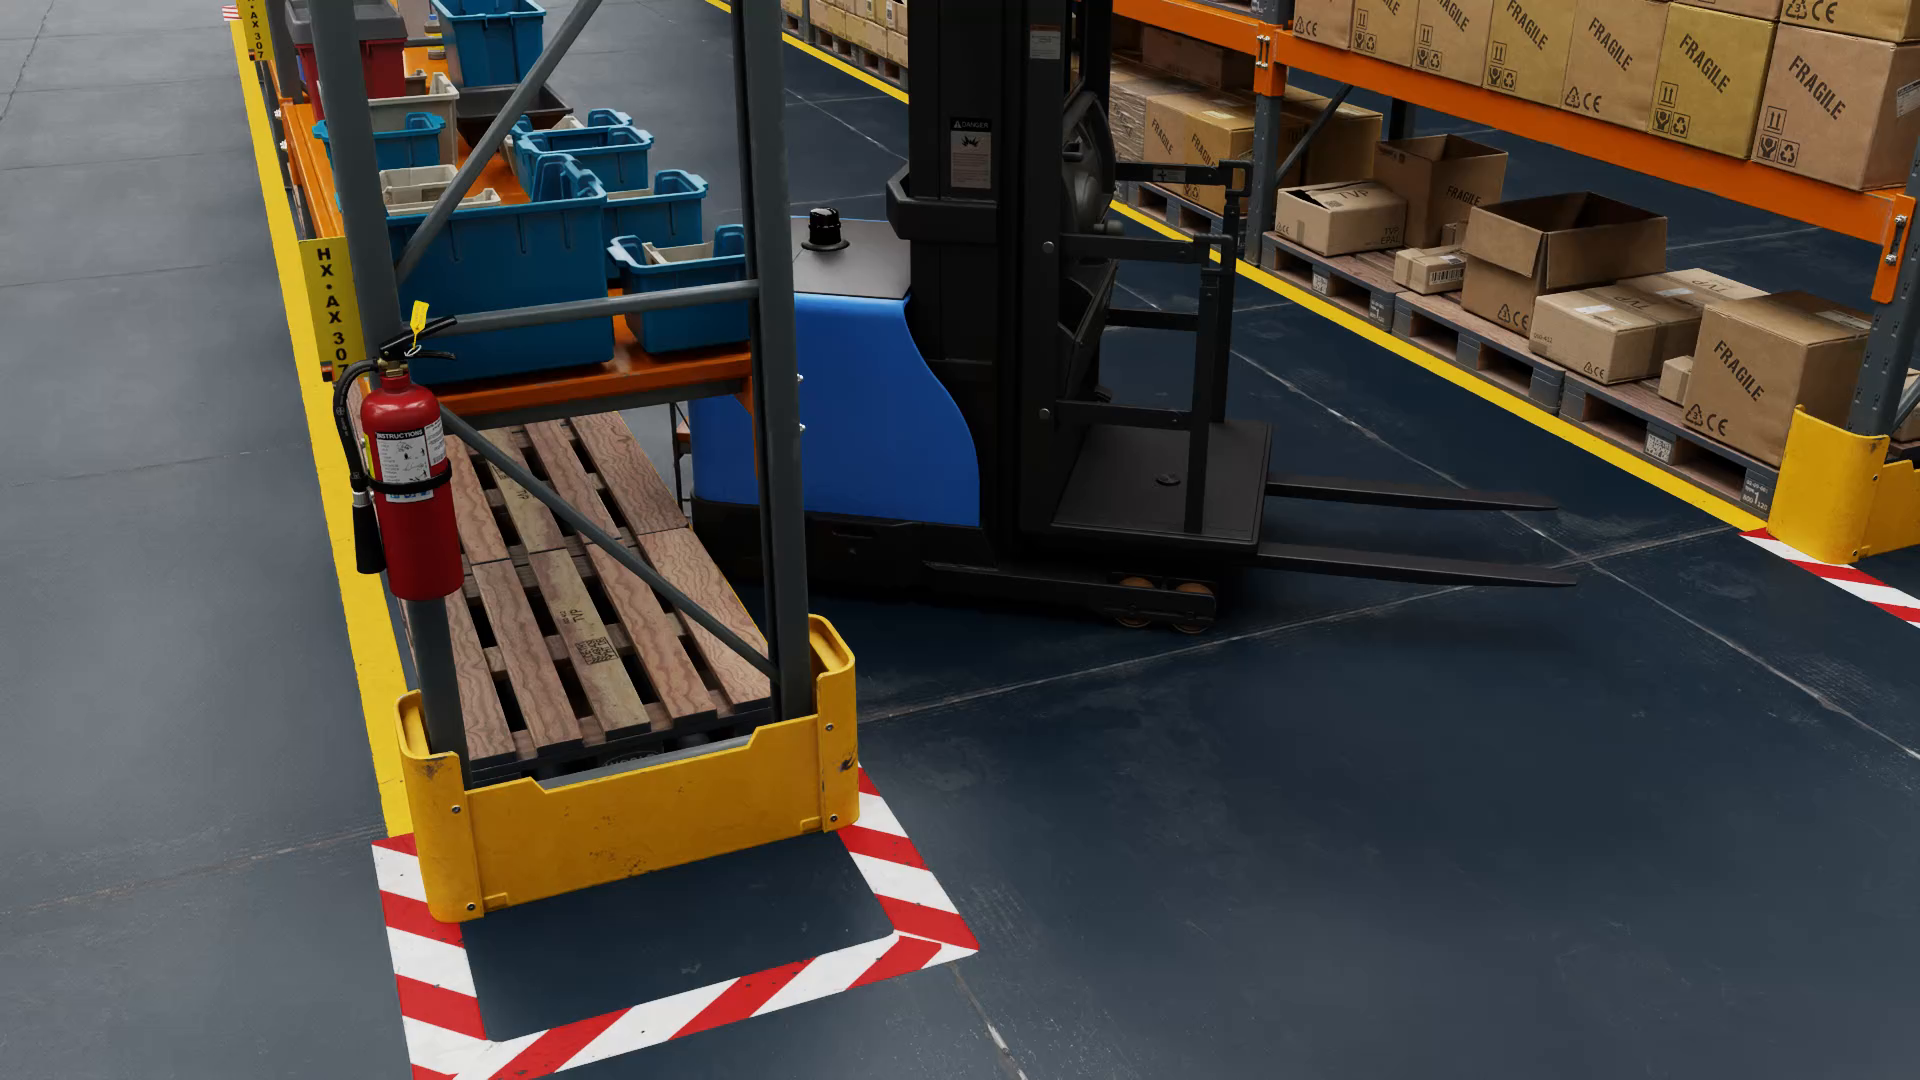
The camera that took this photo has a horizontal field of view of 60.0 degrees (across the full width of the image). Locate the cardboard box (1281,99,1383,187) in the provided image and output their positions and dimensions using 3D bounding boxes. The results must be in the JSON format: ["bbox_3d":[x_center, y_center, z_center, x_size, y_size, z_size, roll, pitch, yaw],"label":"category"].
[{"bbox_3d":[2.140,-2.313,9.916,0.500,0.500,0.500,-12,28,-23],"label":"cardboard box"}]

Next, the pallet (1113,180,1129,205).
[{"bbox_3d":[1.270,-2.563,11.260,1.003,0.211,1.213,-11,28,-21],"label":"pallet"}]

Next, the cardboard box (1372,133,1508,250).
[{"bbox_3d":[2.589,-1.895,9.059,0.500,0.500,0.500,-11,28,-21],"label":"cardboard box"}]

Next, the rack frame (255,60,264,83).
[{"bbox_3d":[-5.587,-5.382,13.853,1.000,3.000,0.127,-11,28,-21],"label":"rack frame"}]

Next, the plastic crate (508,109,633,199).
[{"bbox_3d":[-1.314,-1.298,5.612,0.416,0.233,0.300,-11,28,-21],"label":"plastic crate"}]

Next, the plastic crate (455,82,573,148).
[{"bbox_3d":[-1.768,-1.650,6.455,0.437,0.125,0.590,-11,28,-21],"label":"plastic crate"}]

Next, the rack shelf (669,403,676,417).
[{"bbox_3d":[-0.967,-0.598,6.302,0.215,0.259,0.240,4,26,9],"label":"rack shelf"}]

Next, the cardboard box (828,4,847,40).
[{"bbox_3d":[-0.899,-4.772,15.261,0.500,0.250,0.500,-10,28,-19],"label":"cardboard box"}]

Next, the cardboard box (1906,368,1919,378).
[{"bbox_3d":[3.726,-0.640,6.870,0.380,0.166,0.250,-11,28,-21],"label":"cardboard box"}]

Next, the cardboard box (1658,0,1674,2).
[{"bbox_3d":[2.839,-2.426,6.546,0.500,0.500,0.500,-10,28,-19],"label":"cardboard box"}]

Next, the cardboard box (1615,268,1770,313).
[{"bbox_3d":[3.328,-1.021,7.554,0.500,0.250,0.500,-11,28,-21],"label":"cardboard box"}]

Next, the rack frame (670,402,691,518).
[{"bbox_3d":[-0.989,-0.555,6.190,0.200,1.050,0.008,4,26,9],"label":"rack frame"}]

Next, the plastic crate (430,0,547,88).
[{"bbox_3d":[-1.957,-2.042,6.963,0.392,0.384,0.575,-11,28,-21],"label":"plastic crate"}]

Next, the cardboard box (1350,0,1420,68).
[{"bbox_3d":[2.258,-2.588,8.017,0.500,0.500,0.500,-10,28,-20],"label":"cardboard box"}]

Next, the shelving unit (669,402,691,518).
[{"bbox_3d":[-0.967,-0.608,6.298,0.215,1.050,0.252,4,26,9],"label":"shelving unit"}]

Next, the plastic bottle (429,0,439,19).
[{"bbox_3d":[-2.647,-2.722,8.548,0.152,0.276,0.135,-11,28,-21],"label":"plastic bottle"}]

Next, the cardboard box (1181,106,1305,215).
[{"bbox_3d":[1.648,-2.226,9.738,0.500,0.500,0.500,-11,28,-21],"label":"cardboard box"}]

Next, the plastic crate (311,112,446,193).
[{"bbox_3d":[-1.928,-1.274,5.563,0.416,0.233,0.300,-11,28,-21],"label":"plastic crate"}]

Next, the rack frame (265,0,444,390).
[{"bbox_3d":[-2.454,-2.152,7.239,1.000,3.000,0.127,-11,28,-21],"label":"rack frame"}]

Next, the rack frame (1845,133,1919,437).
[{"bbox_3d":[3.672,-1.387,5.671,1.000,3.000,0.127,-11,28,-21],"label":"rack frame"}]

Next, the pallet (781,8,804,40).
[{"bbox_3d":[-1.300,-5.306,16.877,1.003,0.211,1.213,-11,28,-21],"label":"pallet"}]

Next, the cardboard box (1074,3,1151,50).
[{"bbox_3d":[1.147,-3.668,11.838,0.500,0.250,0.500,-9,28,-19],"label":"cardboard box"}]

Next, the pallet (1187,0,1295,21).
[{"bbox_3d":[1.893,-3.257,9.720,1.003,0.211,1.213,-11,28,-21],"label":"pallet"}]

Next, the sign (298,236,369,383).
[{"bbox_3d":[-1.387,-0.509,3.688,0.100,0.325,0.005,-11,28,-21],"label":"sign"}]

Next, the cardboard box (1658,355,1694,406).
[{"bbox_3d":[3.156,-0.667,6.926,0.380,0.166,0.250,-11,28,-21],"label":"cardboard box"}]

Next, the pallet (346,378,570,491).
[{"bbox_3d":[-2.130,-0.609,7.256,1.003,0.211,1.213,-11,28,-21],"label":"pallet"}]

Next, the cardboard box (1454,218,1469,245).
[{"bbox_3d":[2.883,-1.507,8.481,0.500,0.311,0.500,-11,28,-21],"label":"cardboard box"}]

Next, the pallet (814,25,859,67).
[{"bbox_3d":[-0.703,-4.687,15.610,1.003,0.211,1.213,-11,28,-21],"label":"pallet"}]

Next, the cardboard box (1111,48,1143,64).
[{"bbox_3d":[1.323,-3.144,11.619,0.500,0.500,0.500,-12,28,-22],"label":"cardboard box"}]

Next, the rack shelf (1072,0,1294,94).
[{"bbox_3d":[1.322,-3.486,10.790,1.077,0.370,4.000,-11,28,-21],"label":"rack shelf"}]

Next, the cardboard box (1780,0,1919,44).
[{"bbox_3d":[3.245,-2.013,5.701,0.500,0.500,0.500,-11,28,-21],"label":"cardboard box"}]

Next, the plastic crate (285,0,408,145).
[{"bbox_3d":[-2.335,-1.804,6.385,0.402,0.464,0.583,-11,28,-21],"label":"plastic crate"}]

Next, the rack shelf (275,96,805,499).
[{"bbox_3d":[-1.671,-1.021,5.743,1.077,0.370,4.000,-11,28,-21],"label":"rack shelf"}]

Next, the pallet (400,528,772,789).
[{"bbox_3d":[-1.175,0.376,5.239,1.003,0.211,1.213,-11,28,-21],"label":"pallet"}]

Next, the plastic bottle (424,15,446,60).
[{"bbox_3d":[-2.535,-2.434,8.042,0.097,0.201,0.097,0,26,0],"label":"plastic bottle"}]

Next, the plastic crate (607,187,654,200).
[{"bbox_3d":[-0.996,-1.019,5.151,0.250,0.136,0.298,-11,28,-21],"label":"plastic crate"}]

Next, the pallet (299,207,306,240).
[{"bbox_3d":[-3.199,-1.711,9.513,1.003,0.211,1.213,-11,28,-21],"label":"pallet"}]

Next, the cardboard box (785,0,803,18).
[{"bbox_3d":[-1.410,-5.334,16.411,0.500,0.250,0.500,-11,28,-21],"label":"cardboard box"}]

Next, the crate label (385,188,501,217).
[{"bbox_3d":[-1.605,-0.971,5.053,0.396,0.136,0.243,-11,28,-21],"label":"crate label"}]

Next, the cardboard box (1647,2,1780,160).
[{"bbox_3d":[3.040,-1.774,6.352,0.500,0.500,0.500,-10,28,-20],"label":"cardboard box"}]

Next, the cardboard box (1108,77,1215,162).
[{"bbox_3d":[1.267,-2.629,10.564,0.500,0.500,0.500,-10,28,-20],"label":"cardboard box"}]

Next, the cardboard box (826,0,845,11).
[{"bbox_3d":[-0.904,-5.024,15.136,0.500,0.311,0.500,-11,28,-21],"label":"cardboard box"}]

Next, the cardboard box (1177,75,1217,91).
[{"bbox_3d":[1.732,-2.729,10.769,0.500,0.500,0.500,-10,28,-20],"label":"cardboard box"}]

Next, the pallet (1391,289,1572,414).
[{"bbox_3d":[2.855,-0.978,8.012,1.003,0.211,1.213,-11,28,-21],"label":"pallet"}]

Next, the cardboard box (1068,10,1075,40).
[{"bbox_3d":[0.604,-4.083,13.210,0.500,0.311,0.500,-10,28,-19],"label":"cardboard box"}]

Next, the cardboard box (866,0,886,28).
[{"bbox_3d":[-0.492,-4.606,14.281,0.500,0.311,0.500,-10,28,-19],"label":"cardboard box"}]

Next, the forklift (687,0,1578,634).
[{"bbox_3d":[0.616,-1.258,5.485,3.031,2.935,1.130,6,27,11],"label":"forklift"}]

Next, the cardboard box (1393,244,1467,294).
[{"bbox_3d":[2.419,-1.372,8.369,0.380,0.166,0.250,-11,28,-21],"label":"cardboard box"}]

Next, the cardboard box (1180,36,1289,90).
[{"bbox_3d":[1.749,-3.054,10.579,0.500,0.250,0.500,-11,28,-20],"label":"cardboard box"}]

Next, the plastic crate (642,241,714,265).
[{"bbox_3d":[-0.731,-0.745,4.590,0.250,0.136,0.298,-11,28,-21],"label":"plastic crate"}]

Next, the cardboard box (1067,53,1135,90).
[{"bbox_3d":[0.856,-3.044,11.414,0.500,0.500,0.500,-11,28,-21],"label":"cardboard box"}]

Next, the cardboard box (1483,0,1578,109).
[{"bbox_3d":[2.652,-2.180,7.183,0.500,0.500,0.500,-11,28,-21],"label":"cardboard box"}]

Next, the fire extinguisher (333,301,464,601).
[{"bbox_3d":[-1.246,-0.196,3.745,0.296,0.674,0.183,-11,28,-21],"label":"fire extinguisher"}]

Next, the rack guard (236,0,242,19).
[{"bbox_3d":[-7.080,-5.850,17.663,1.175,0.500,0.348,-11,28,-21],"label":"rack guard"}]

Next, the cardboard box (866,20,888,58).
[{"bbox_3d":[-0.495,-4.358,14.412,0.500,0.250,0.500,-10,28,-20],"label":"cardboard box"}]
